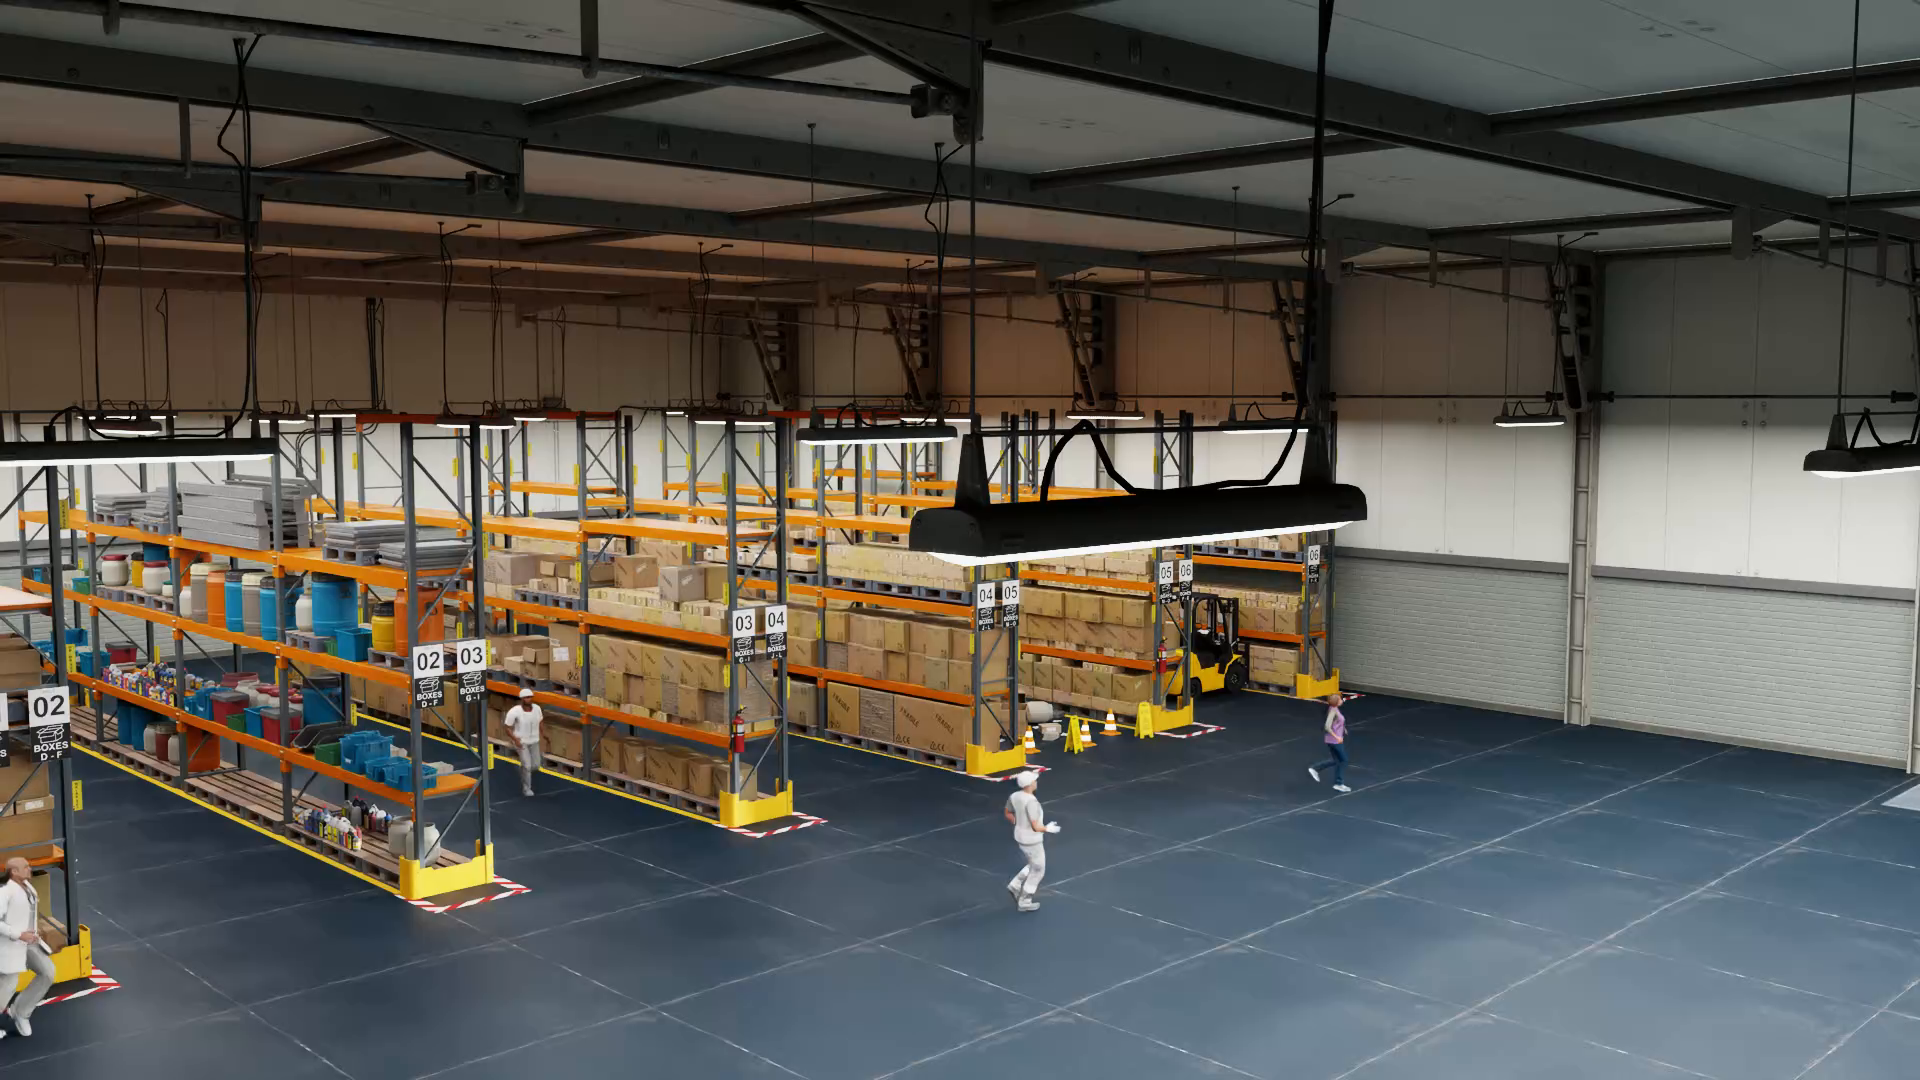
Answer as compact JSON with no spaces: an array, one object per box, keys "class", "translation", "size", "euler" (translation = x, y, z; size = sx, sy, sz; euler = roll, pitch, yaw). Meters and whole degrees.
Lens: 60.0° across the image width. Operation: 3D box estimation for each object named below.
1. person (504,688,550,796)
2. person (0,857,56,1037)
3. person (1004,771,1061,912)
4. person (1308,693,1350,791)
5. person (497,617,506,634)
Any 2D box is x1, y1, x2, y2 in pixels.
[{"class":"person","translation":[-6.924,3.191,26.418],"size":[0.682,1.710,0.623],"euler":[-5,7,-43]},{"class":"person","translation":[-9.371,4.035,16.557],"size":[0.680,1.758,0.774],"euler":[0,5,4]},{"class":"person","translation":[0.882,3.683,20.419],"size":[0.598,1.740,0.648],"euler":[-2,5,-23]},{"class":"person","translation":[5.942,3.249,26.692],"size":[0.669,1.568,0.534],"euler":[1,5,8]},{"class":"person","translation":[-11.383,2.019,40.811],"size":[0.481,1.593,0.826],"euler":[-2,5,-19]}]
